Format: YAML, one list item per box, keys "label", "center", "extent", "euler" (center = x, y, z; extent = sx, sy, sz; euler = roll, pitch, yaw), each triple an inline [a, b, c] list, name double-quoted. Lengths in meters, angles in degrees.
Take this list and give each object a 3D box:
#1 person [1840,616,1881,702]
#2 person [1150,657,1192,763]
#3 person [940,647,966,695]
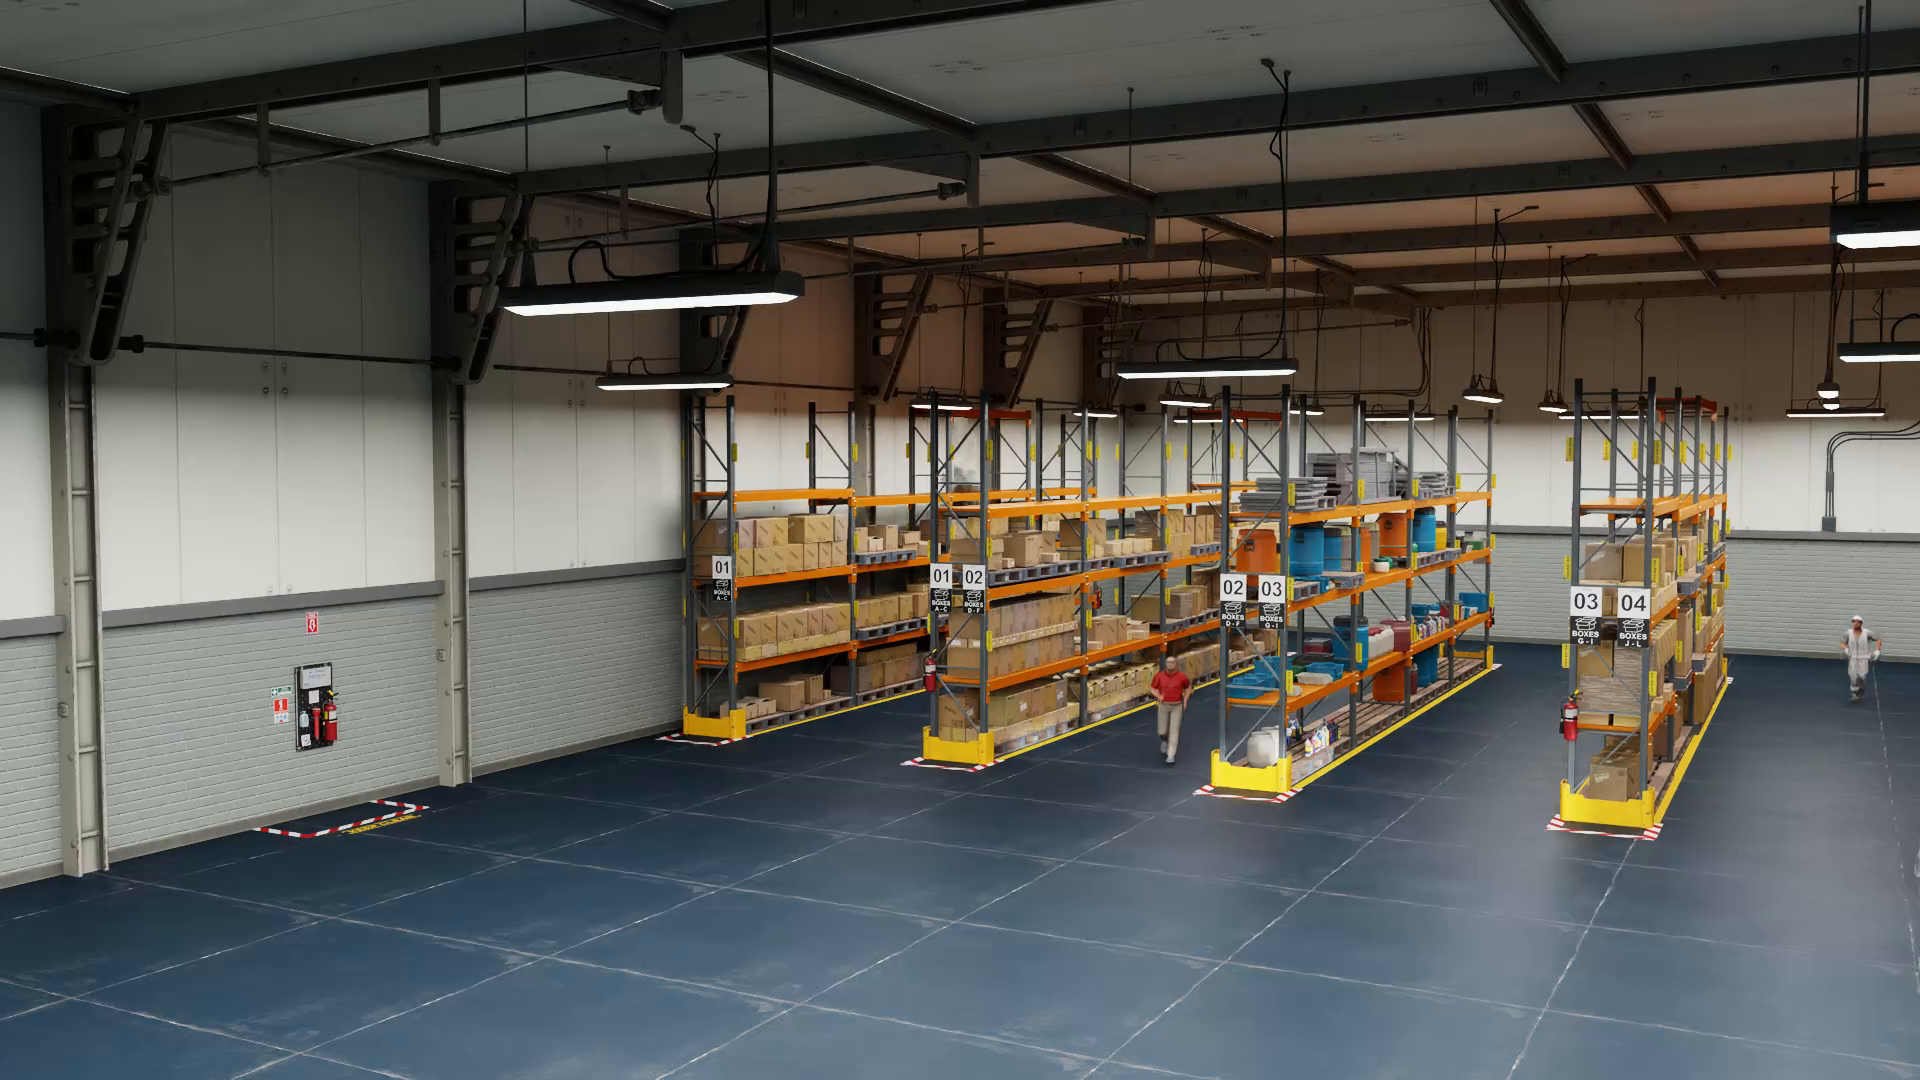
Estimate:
- label: "person"
  center: [17.946, 2.382, 33.188]
  extent: [0.696, 1.735, 0.698]
  euler: [2, 4, 38]
- label: "person"
  center: [3.423, 2.732, 27.021]
  extent: [0.668, 1.691, 0.741]
  euler: [0, 3, 9]
- label: "person"
  center: [-0.126, 2.483, 31.060]
  extent: [0.524, 1.707, 0.968]
  euler: [1, 3, 18]
